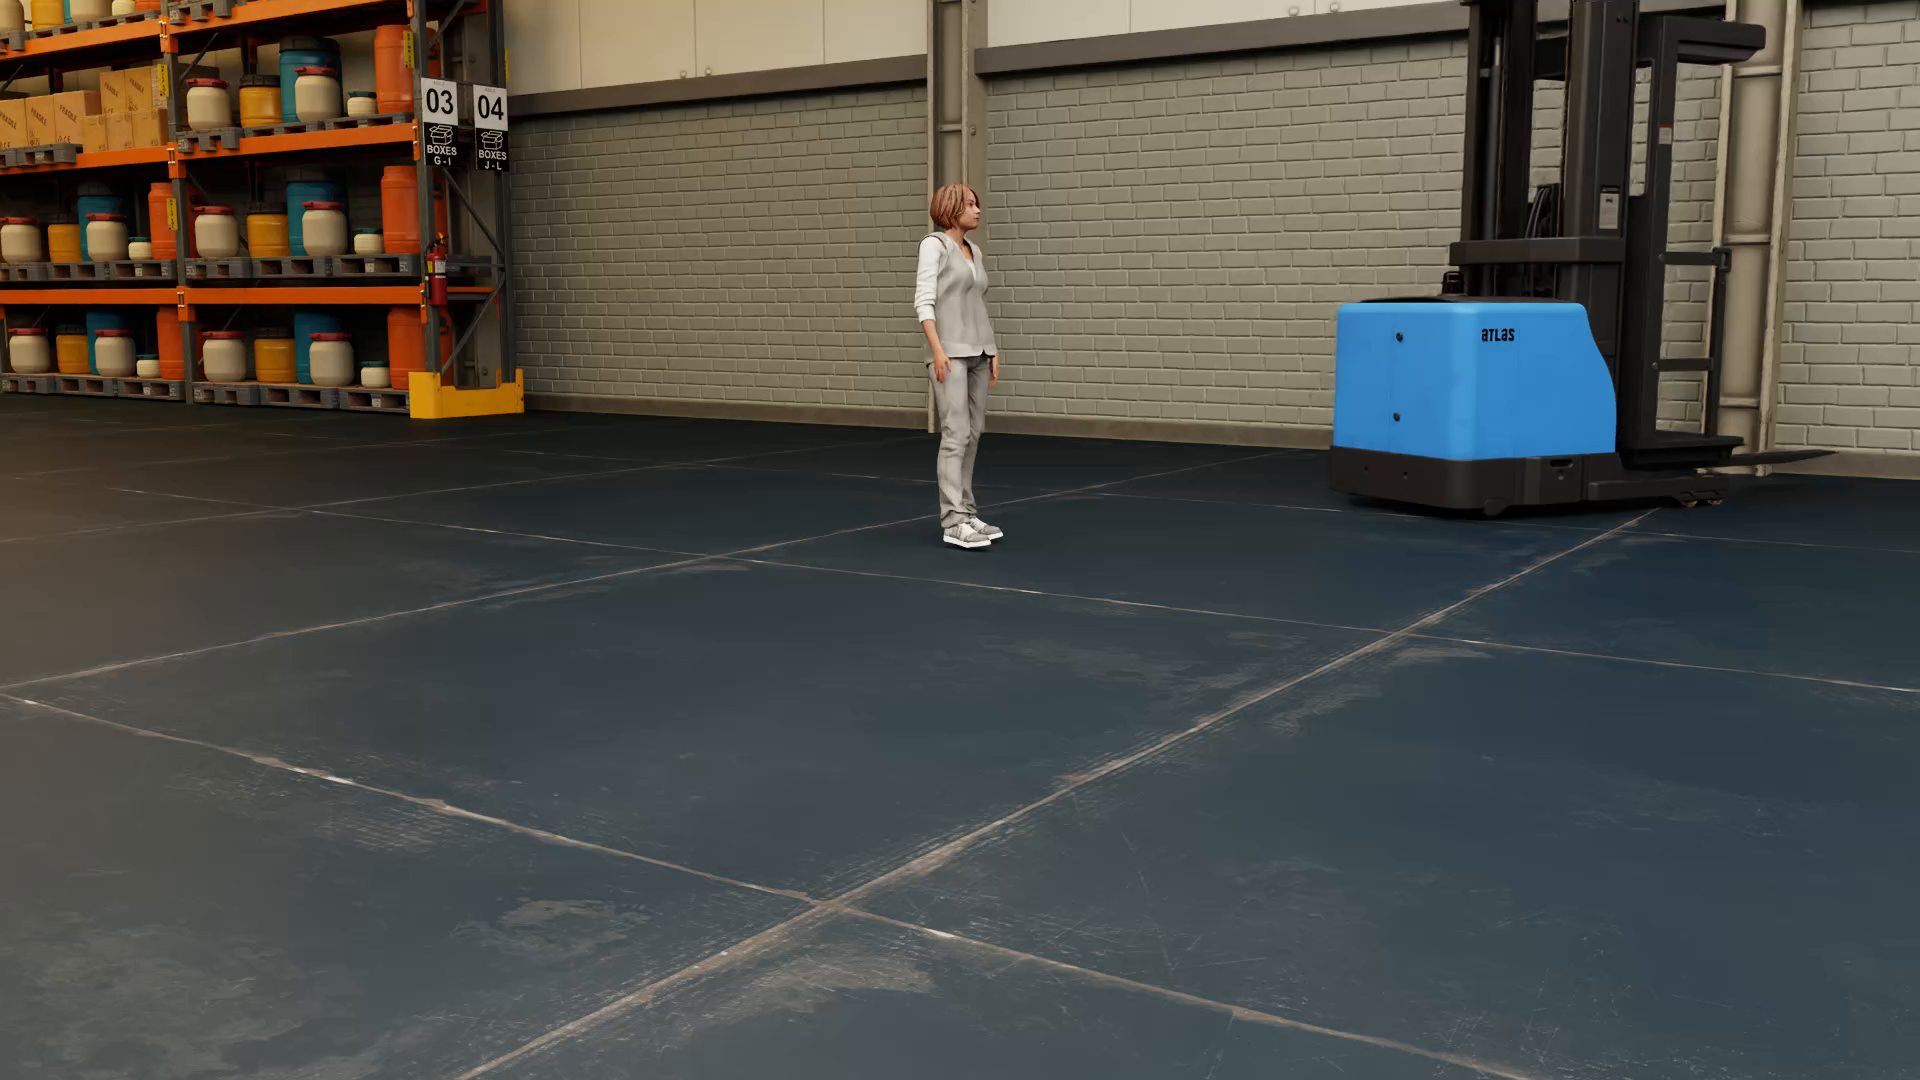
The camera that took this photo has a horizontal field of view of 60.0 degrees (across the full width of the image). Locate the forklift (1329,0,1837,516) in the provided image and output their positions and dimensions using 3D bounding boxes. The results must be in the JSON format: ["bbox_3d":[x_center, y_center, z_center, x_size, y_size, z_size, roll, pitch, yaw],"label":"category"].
[{"bbox_3d":[3.554,-1.687,9.054,3.031,2.935,1.130,-4,9,-26],"label":"forklift"}]

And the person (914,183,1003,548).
[{"bbox_3d":[0.054,-0.790,7.438,0.473,1.599,0.521,5,10,34],"label":"person"}]
